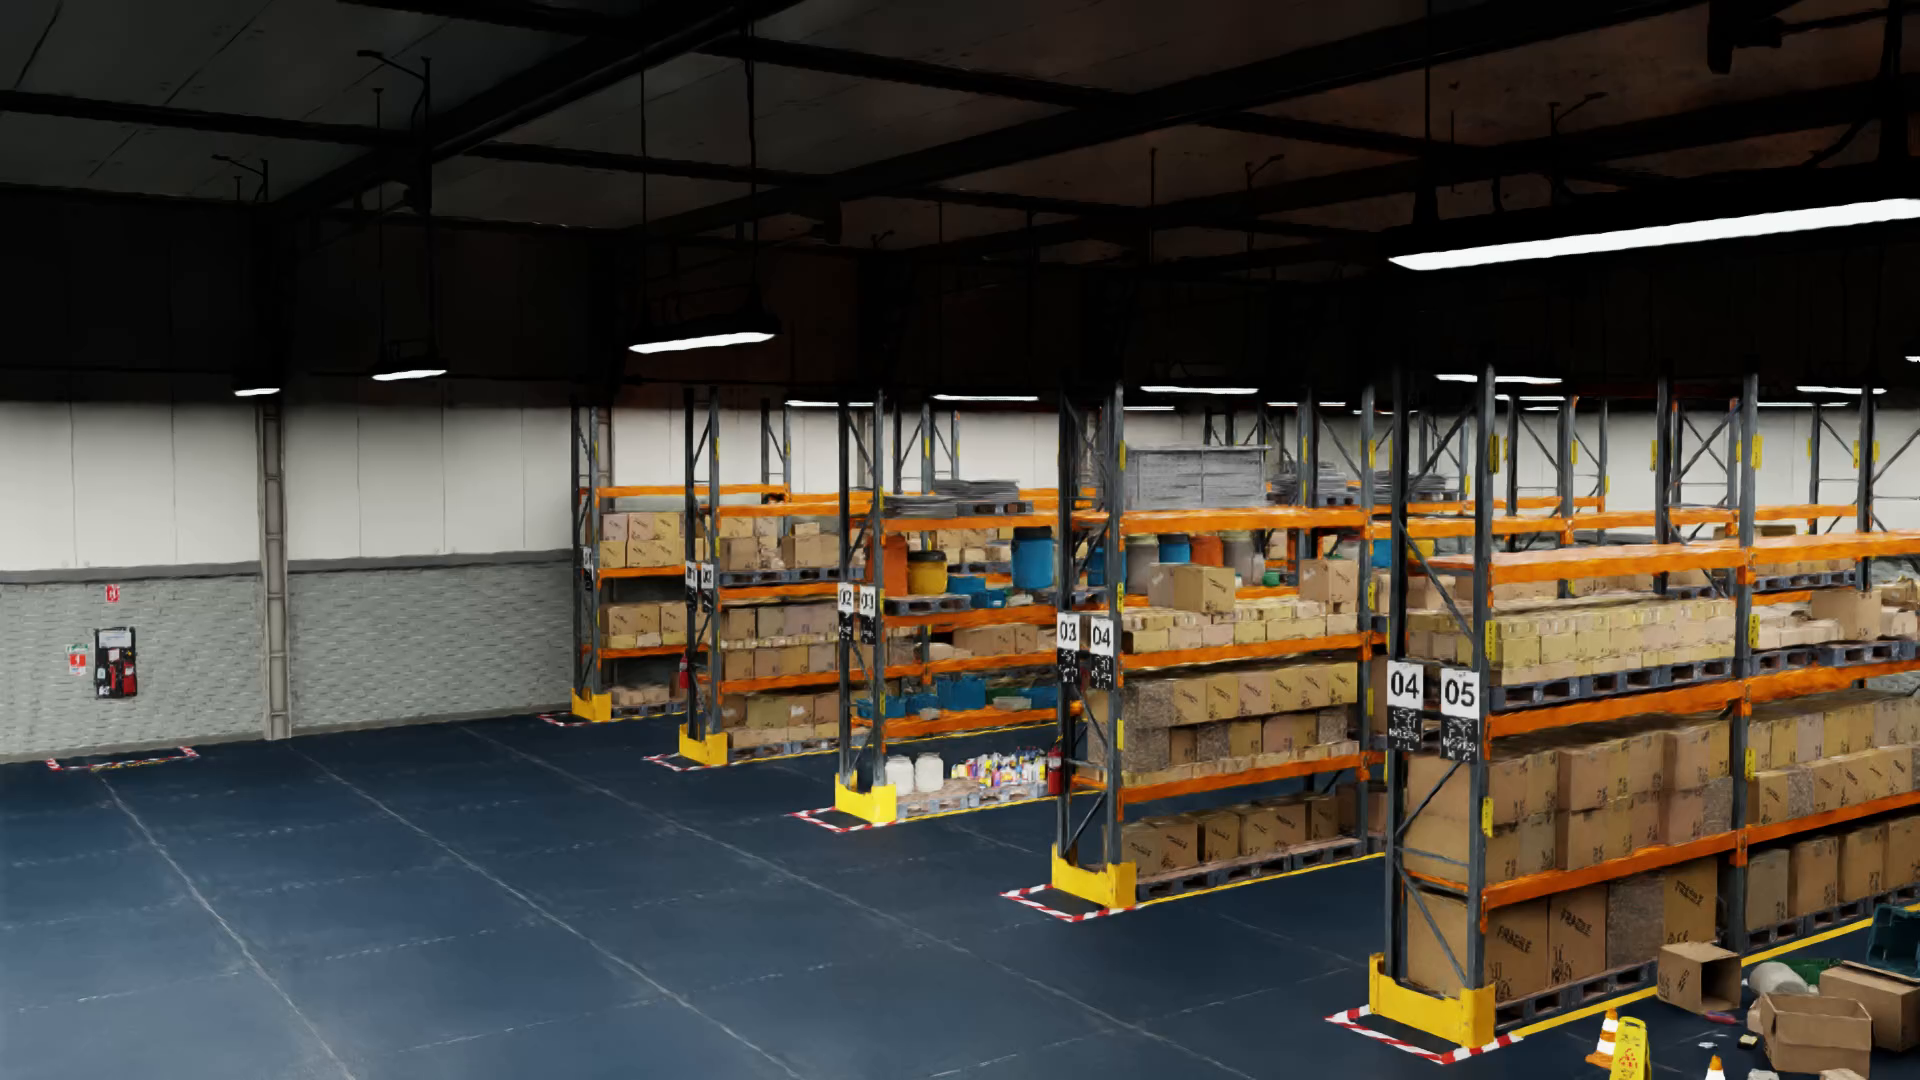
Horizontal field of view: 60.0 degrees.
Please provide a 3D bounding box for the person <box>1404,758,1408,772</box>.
[{"bbox_3d":[6.708,2.880,24.541,0.512,1.632,0.639,-3,4,-37],"label":"person"}]
